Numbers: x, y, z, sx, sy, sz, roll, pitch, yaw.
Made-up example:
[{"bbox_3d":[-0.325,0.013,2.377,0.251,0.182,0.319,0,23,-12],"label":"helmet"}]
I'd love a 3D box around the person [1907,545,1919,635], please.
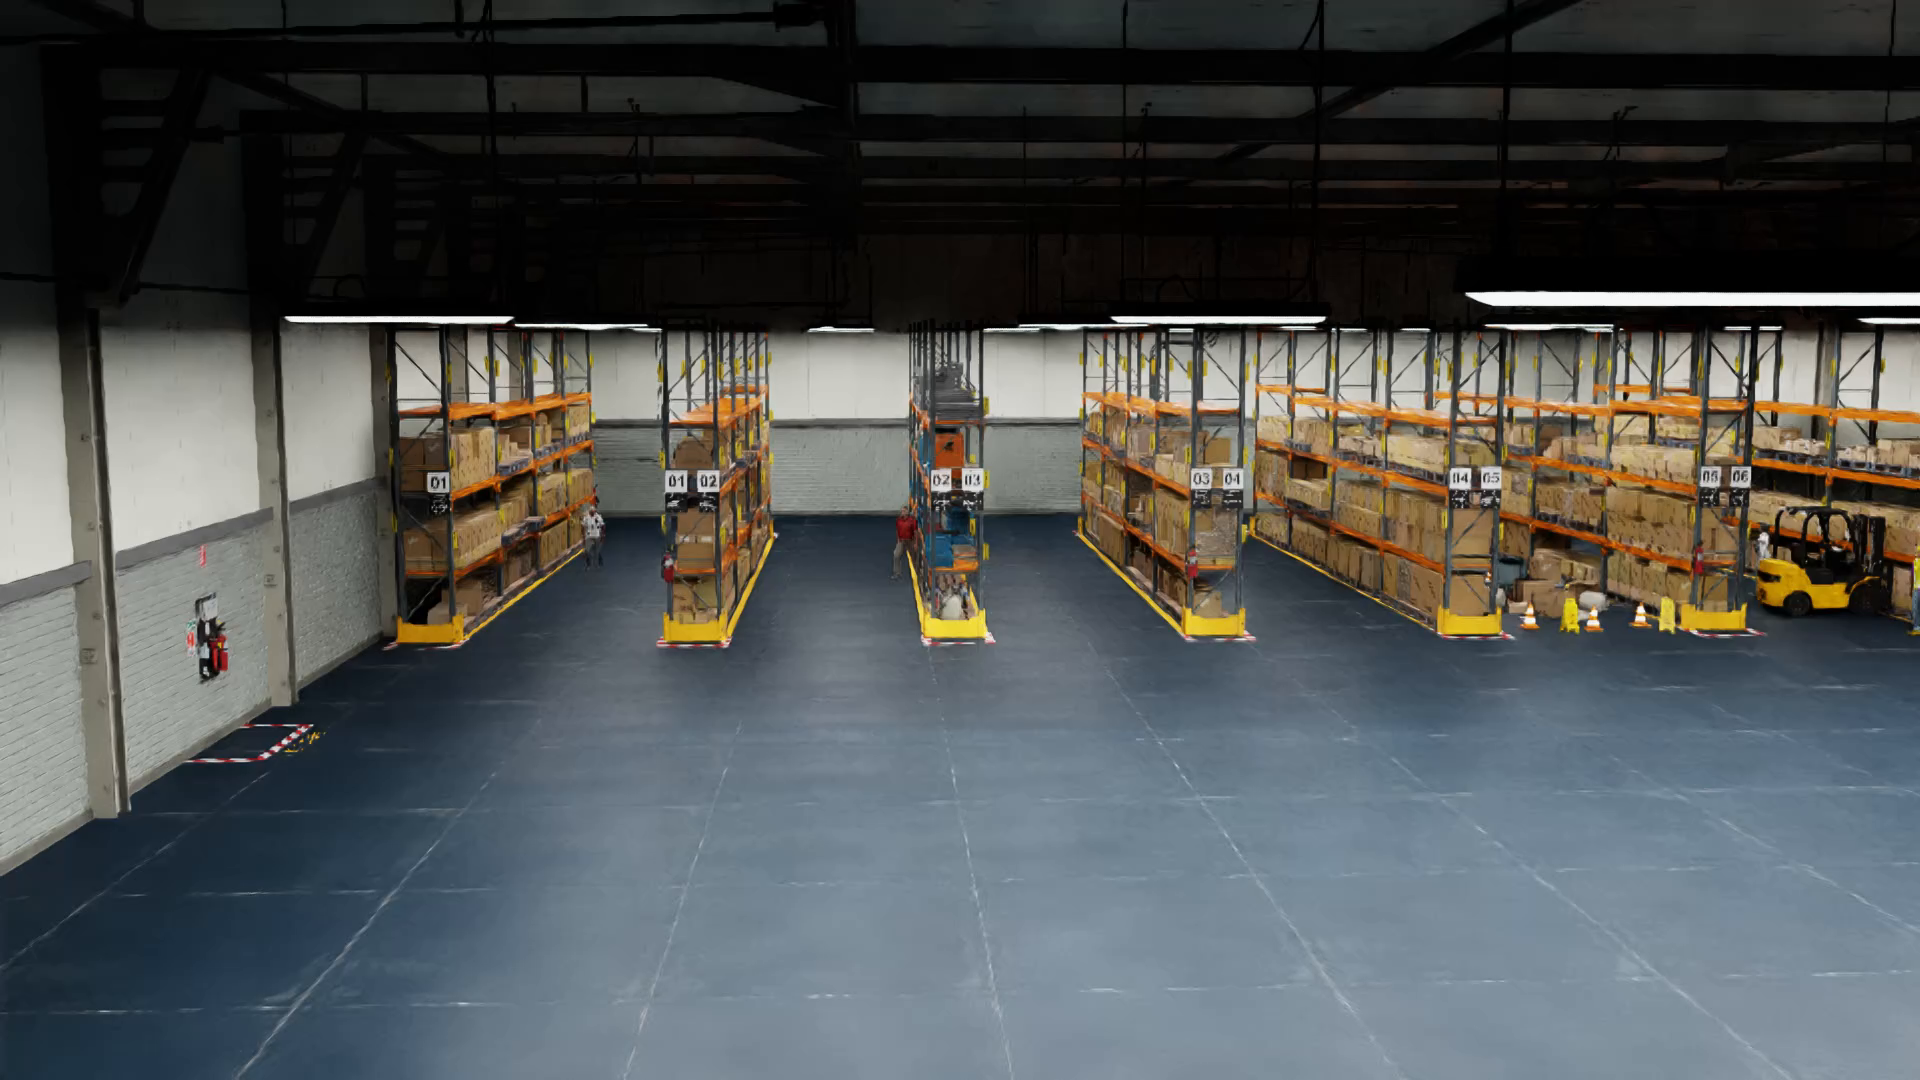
[{"bbox_3d":[18.467,0.938,31.808,0.614,1.762,0.594,-5,9,-35],"label":"person"}]

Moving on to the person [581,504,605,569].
[{"bbox_3d":[-8.955,-0.089,40.609,0.592,1.629,0.532,-1,7,-5],"label":"person"}]

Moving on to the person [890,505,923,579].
[{"bbox_3d":[-1.177,0.044,37.019,0.582,1.650,0.974,2,7,18],"label":"person"}]

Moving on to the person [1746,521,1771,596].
[{"bbox_3d":[17.446,0.418,36.207,0.521,1.670,0.560,3,8,25],"label":"person"}]
